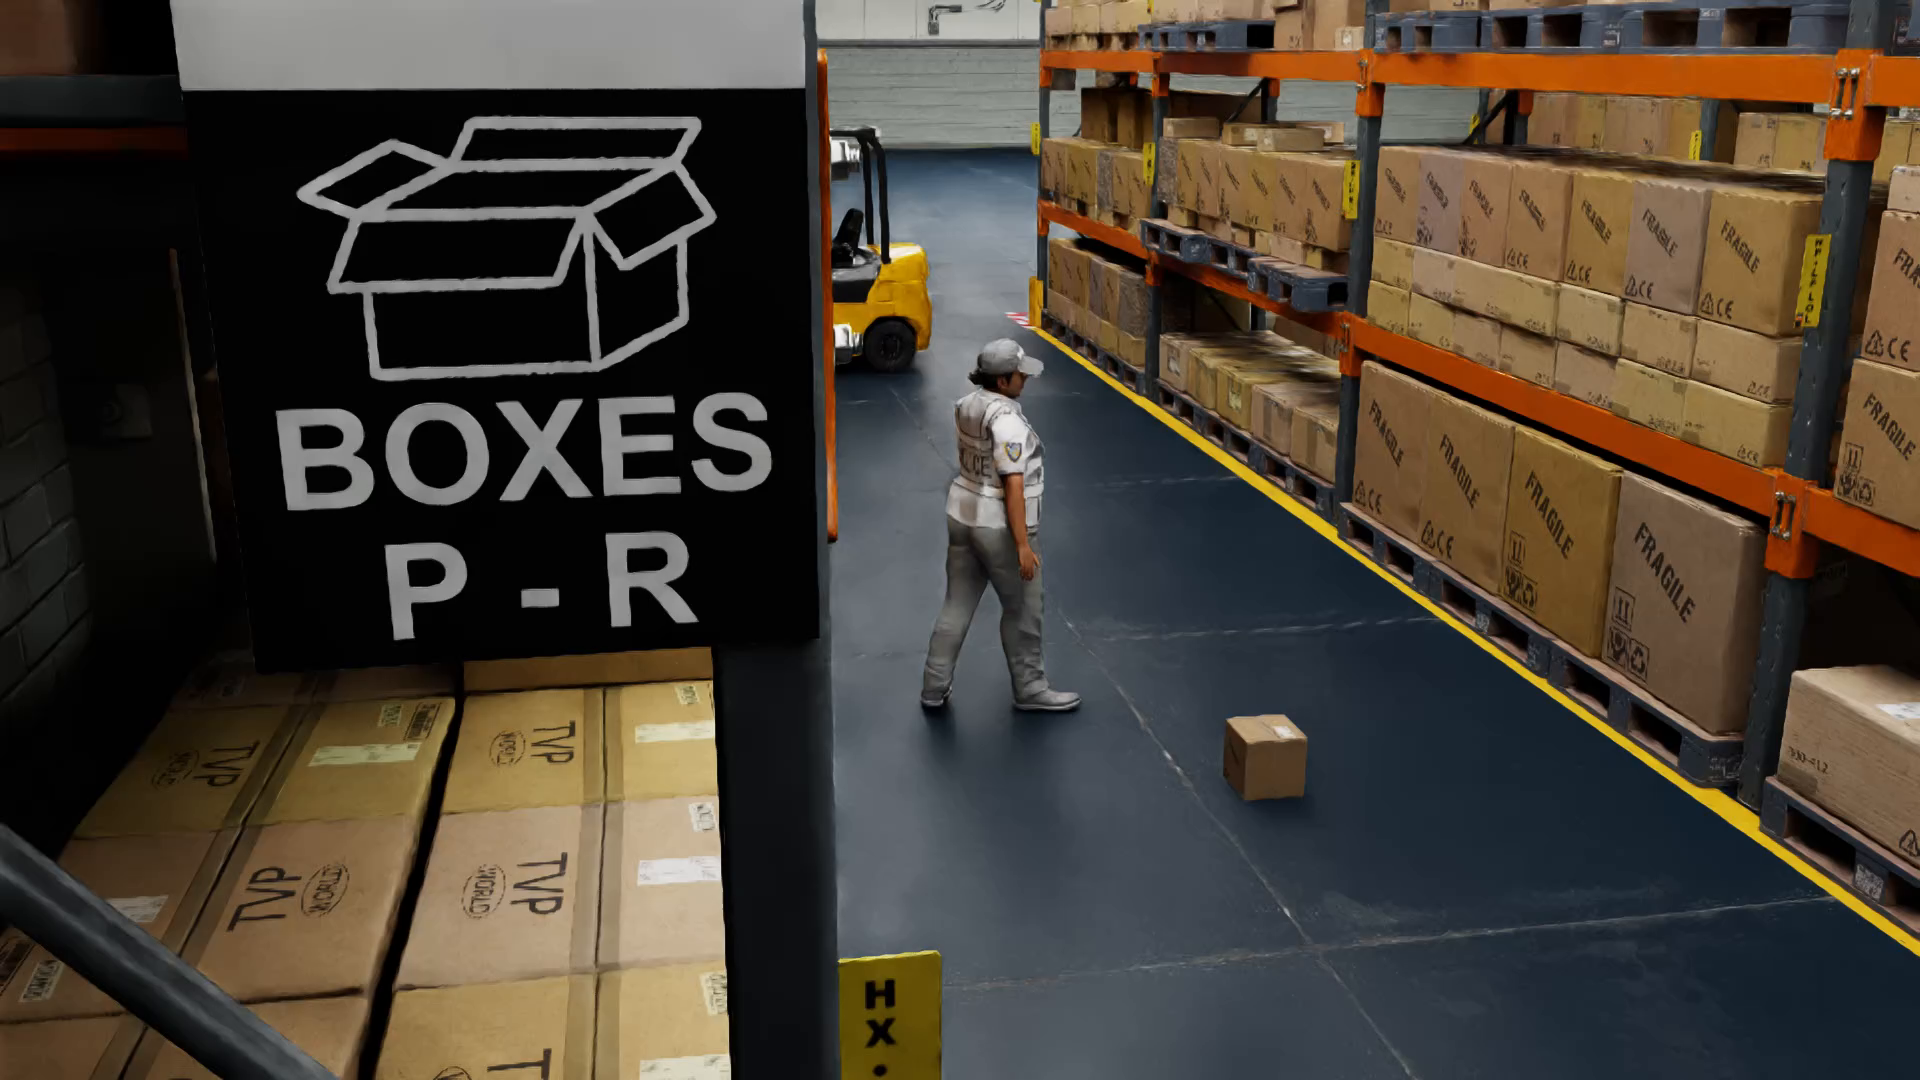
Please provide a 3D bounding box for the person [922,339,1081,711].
[{"bbox_3d":[0.182,-0.045,7.174,0.651,1.649,0.672,-10,19,-29],"label":"person"}]
